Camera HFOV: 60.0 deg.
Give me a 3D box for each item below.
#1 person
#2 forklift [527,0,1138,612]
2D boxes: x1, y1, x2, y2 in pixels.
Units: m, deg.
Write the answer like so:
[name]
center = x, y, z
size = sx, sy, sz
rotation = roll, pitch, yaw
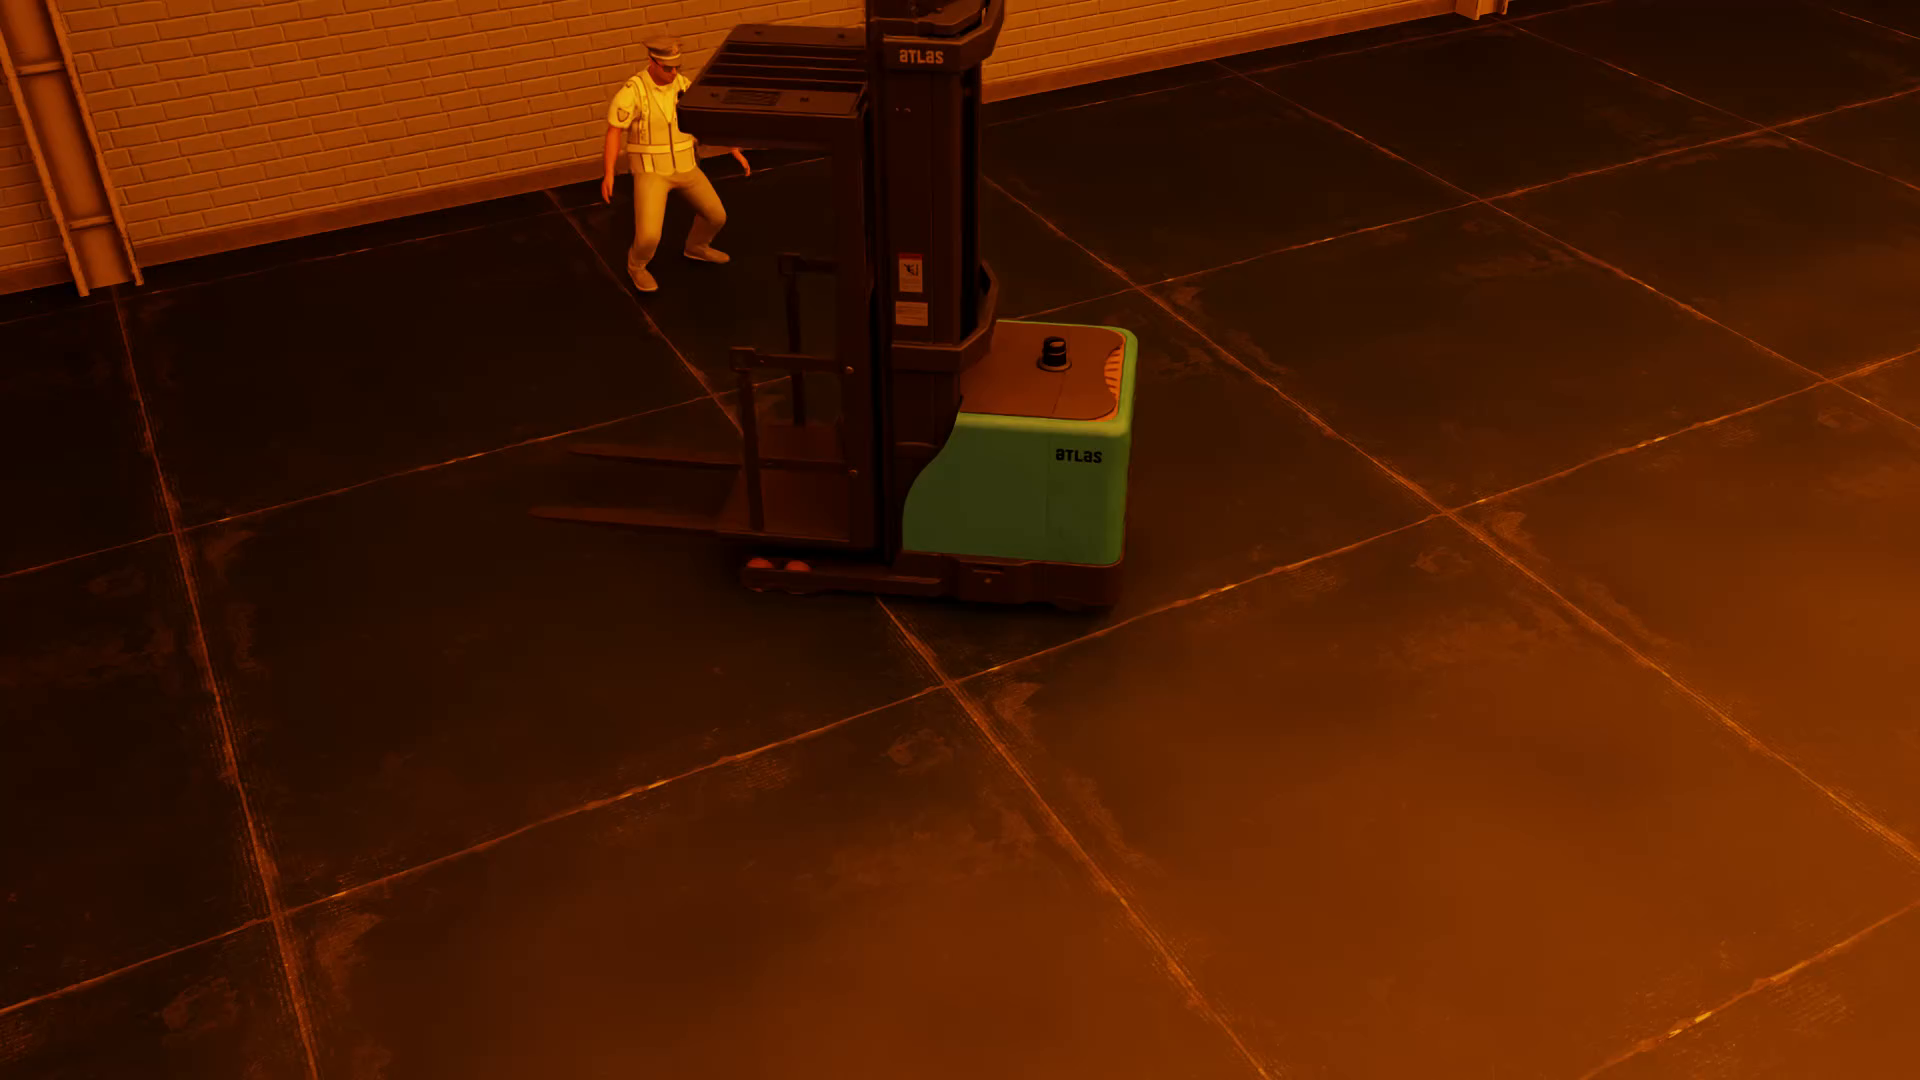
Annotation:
[person]
center = -1.860, -2.401, 10.674
size = 0.958, 1.639, 0.637
rotation = -21, 40, -27
[forklift]
center = -0.659, -1.222, 7.851
size = 3.031, 2.935, 1.130
rotation = 4, 35, 6
